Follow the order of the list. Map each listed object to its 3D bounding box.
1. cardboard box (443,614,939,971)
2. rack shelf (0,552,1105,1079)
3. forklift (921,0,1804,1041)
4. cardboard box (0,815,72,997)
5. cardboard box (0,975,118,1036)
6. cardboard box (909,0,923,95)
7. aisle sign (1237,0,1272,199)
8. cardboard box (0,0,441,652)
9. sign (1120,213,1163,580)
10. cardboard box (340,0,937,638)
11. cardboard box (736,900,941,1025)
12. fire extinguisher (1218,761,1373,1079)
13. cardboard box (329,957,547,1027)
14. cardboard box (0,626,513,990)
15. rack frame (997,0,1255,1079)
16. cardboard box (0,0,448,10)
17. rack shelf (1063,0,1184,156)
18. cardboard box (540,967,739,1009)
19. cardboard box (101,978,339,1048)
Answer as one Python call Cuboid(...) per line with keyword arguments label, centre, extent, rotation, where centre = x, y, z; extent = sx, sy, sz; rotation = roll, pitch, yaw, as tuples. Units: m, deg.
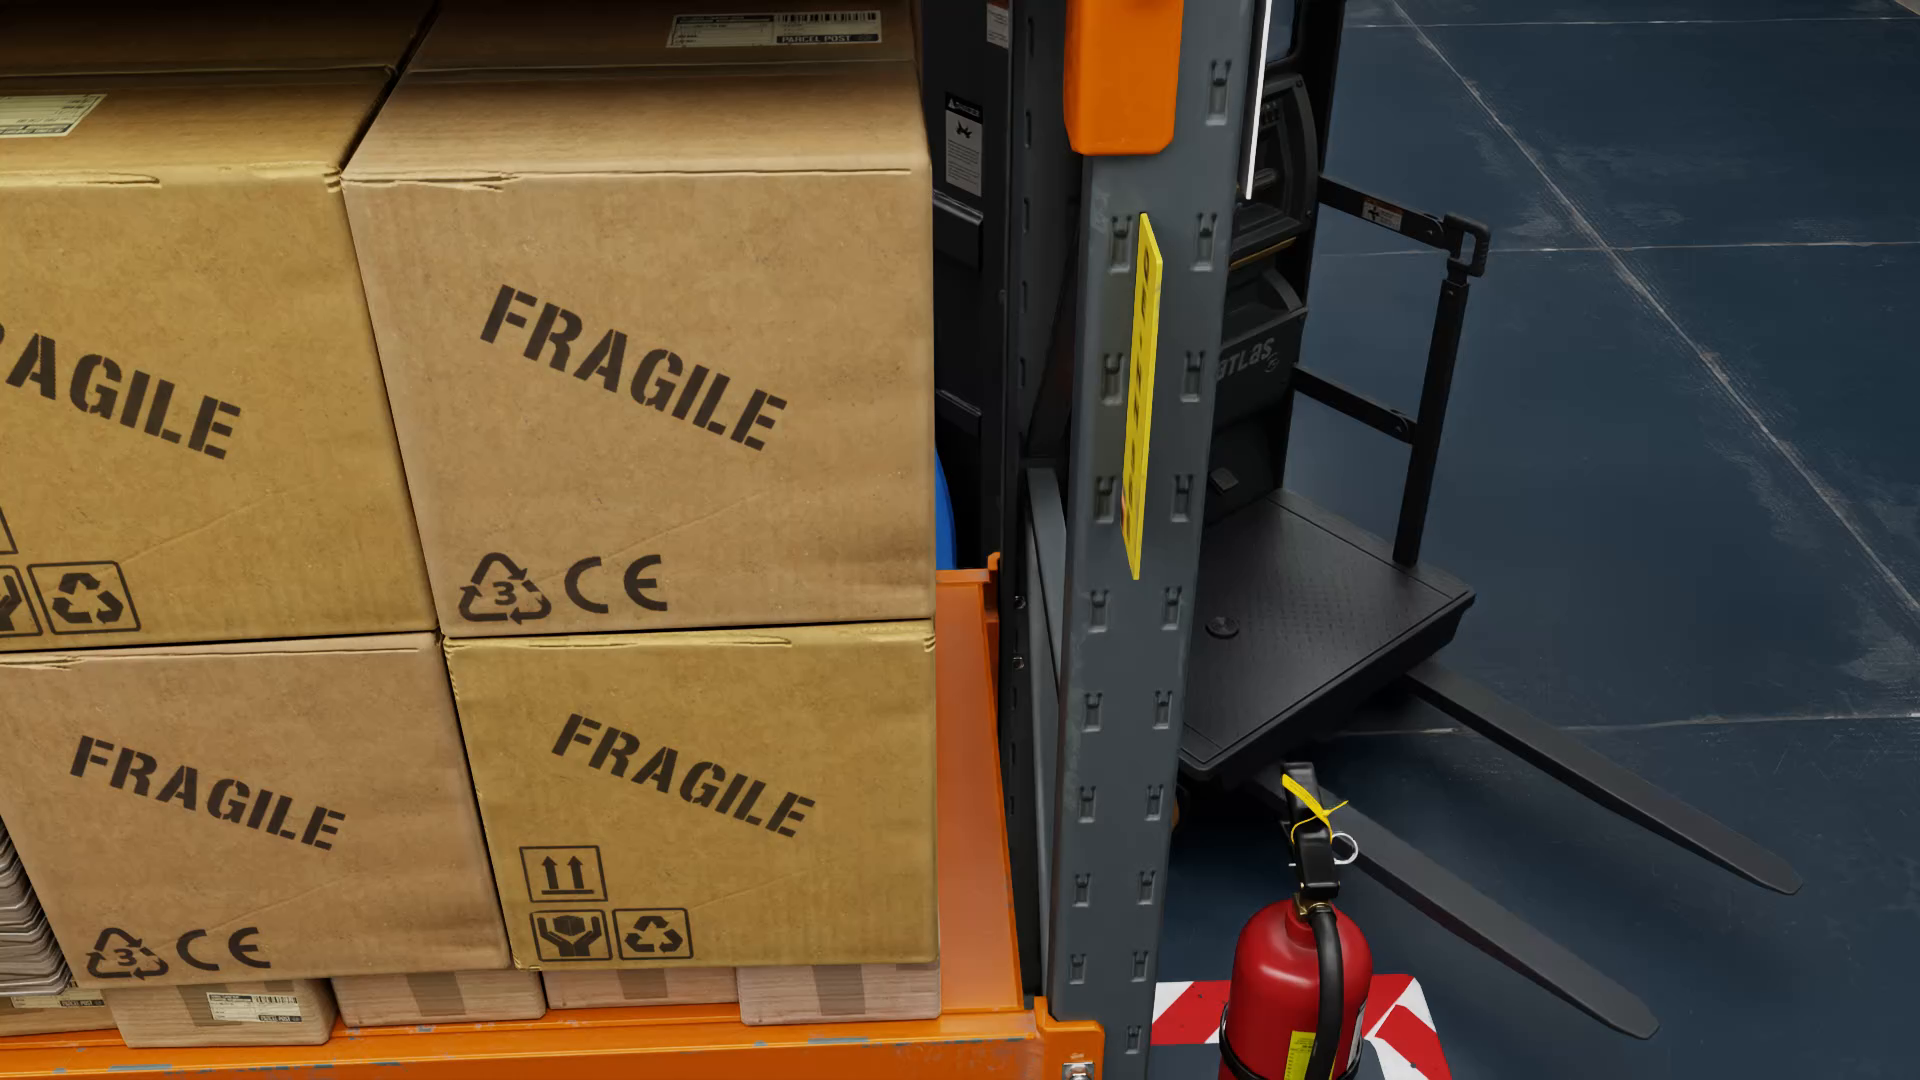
Cuboid(label="cardboard box", centre=(-0.281, 0.162, 2.031), extent=(0.500, 0.500, 0.500), rotation=(-1, 35, -1))
Cuboid(label="rack shelf", centre=(-1.842, 0.517, 2.499), extent=(4.000, 0.370, 1.077), rotation=(-2, 35, -2))
Cuboid(label="forklift", centre=(0.662, -0.780, 3.801), extent=(1.130, 2.935, 3.031), rotation=(-26, 42, -32))
Cuboid(label="cardboard box", centre=(-1.302, 0.192, 1.987), extent=(0.500, 0.500, 0.500), rotation=(-1, 35, -2))
Cuboid(label="cardboard box", centre=(-1.175, 0.451, 2.183), extent=(0.250, 0.149, 0.380), rotation=(-3, 35, -4))
Cuboid(label="cardboard box", centre=(-0.306, -0.546, 2.176), extent=(0.500, 0.500, 0.500), rotation=(-2, 35, -3))
Cuboid(label="aisle sign", centre=(0.242, -0.733, 1.389), extent=(0.004, 0.787, 0.394), rotation=(-2, 35, -2))
Cuboid(label="cardboard box", centre=(-0.796, -0.240, 1.733), extent=(0.500, 0.500, 0.500), rotation=(-3, 35, -4))
Cuboid(label="sign", centre=(0.162, -0.123, 1.497), extent=(0.005, 0.325, 0.100), rotation=(-2, 35, -2))
Cuboid(label="cardboard box", centre=(-0.290, -0.254, 1.753), extent=(0.500, 0.500, 0.500), rotation=(-2, 35, -3))
Cuboid(label="cardboard box", centre=(-0.157, 0.440, 2.199), extent=(0.250, 0.149, 0.380), rotation=(-1, 35, -2))
Cuboid(label="fire extinguisher", centre=(0.429, 0.608, 2.131), extent=(0.183, 0.674, 0.296), rotation=(-2, 35, -2))
Cuboid(label="cardboard box", centre=(-0.657, 0.441, 2.198), extent=(0.250, 0.149, 0.380), rotation=(-2, 35, -3))
Cuboid(label="cardboard box", centre=(-0.796, 0.173, 2.015), extent=(0.500, 0.500, 0.500), rotation=(-2, 35, -3))
Cuboid(label="rack frame", centre=(0.155, 0.167, 2.373), extent=(0.127, 3.000, 1.000), rotation=(-2, 35, -2))
Cuboid(label="cardboard box", centre=(-0.809, -0.529, 2.151), extent=(0.500, 0.500, 0.500), rotation=(-1, 35, -1))
Cuboid(label="rack shelf", centre=(-1.842, -0.717, 1.646), extent=(4.000, 0.370, 1.077), rotation=(-2, 35, -2))
Cuboid(label="cardboard box", centre=(-0.407, 0.425, 2.220), extent=(0.250, 0.149, 0.380), rotation=(-2, 35, -2))
Cuboid(label="cardboard box", centre=(-0.911, 0.461, 2.169), extent=(0.250, 0.149, 0.380), rotation=(-1, 35, -1))
